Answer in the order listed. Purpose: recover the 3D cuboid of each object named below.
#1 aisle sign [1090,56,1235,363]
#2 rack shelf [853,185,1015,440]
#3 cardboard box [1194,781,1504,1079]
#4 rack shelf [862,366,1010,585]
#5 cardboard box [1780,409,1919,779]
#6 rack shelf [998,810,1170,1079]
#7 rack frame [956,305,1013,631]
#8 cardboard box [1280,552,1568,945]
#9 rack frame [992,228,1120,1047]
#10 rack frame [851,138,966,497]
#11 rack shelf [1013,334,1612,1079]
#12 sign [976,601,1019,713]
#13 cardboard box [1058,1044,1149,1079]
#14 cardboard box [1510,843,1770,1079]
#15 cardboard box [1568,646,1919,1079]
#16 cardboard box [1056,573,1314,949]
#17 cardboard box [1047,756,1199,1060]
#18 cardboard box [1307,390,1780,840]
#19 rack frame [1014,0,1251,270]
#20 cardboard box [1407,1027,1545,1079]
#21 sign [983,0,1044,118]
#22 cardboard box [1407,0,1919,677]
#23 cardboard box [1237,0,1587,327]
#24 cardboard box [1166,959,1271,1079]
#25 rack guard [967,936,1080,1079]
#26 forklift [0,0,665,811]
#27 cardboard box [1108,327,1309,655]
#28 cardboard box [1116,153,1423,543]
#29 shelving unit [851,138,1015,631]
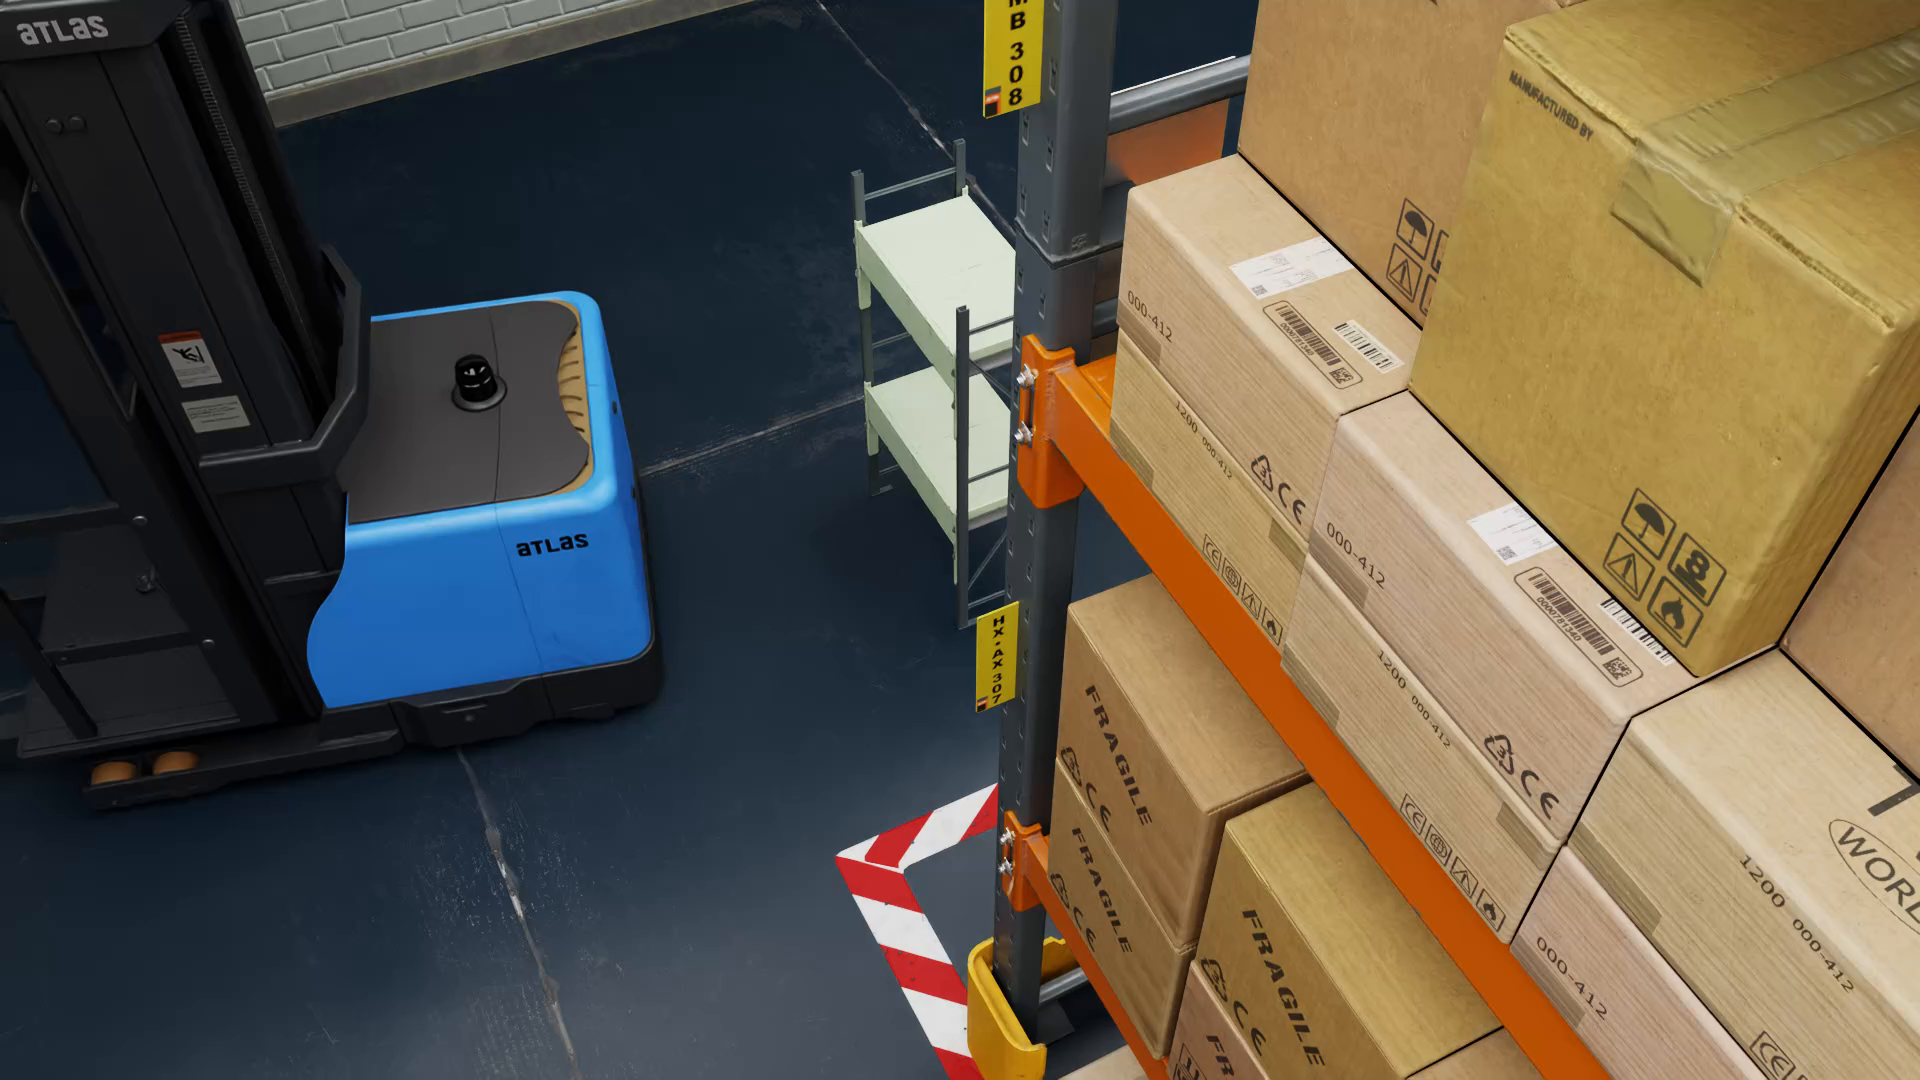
[{"bbox_3d":[0.270,-0.456,2.929,0.394,0.787,0.004,-21,52,-18],"label":"aisle sign"},{"bbox_3d":[0.003,-0.746,5.388,0.431,0.370,0.720,-21,52,-18],"label":"rack shelf"},{"bbox_3d":[0.776,0.718,2.899,0.500,0.500,0.500,-21,52,-17],"label":"cardboard box"},{"bbox_3d":[0.003,-0.275,5.927,0.431,0.370,0.720,-21,52,-18],"label":"rack shelf"},{"bbox_3d":[1.289,-0.005,1.538,0.700,0.500,0.500,-21,52,-18],"label":"cardboard box"},{"bbox_3d":[1.477,1.920,3.056,1.077,0.370,4.000,-21,52,-18],"label":"rack shelf"},{"bbox_3d":[0.171,-0.244,5.467,0.400,1.500,0.023,-21,52,-18],"label":"rack frame"},{"bbox_3d":[0.788,0.177,2.209,0.500,0.250,0.500,-21,52,-18],"label":"cardboard box"},{"bbox_3d":[0.562,0.345,3.956,1.000,3.000,0.127,-21,52,-18],"label":"rack frame"},{"bbox_3d":[-0.164,-0.734,5.896,0.400,1.500,0.023,-21,52,-18],"label":"rack frame"},{"bbox_3d":[1.477,0.933,1.927,1.077,0.370,4.000,-21,52,-18],"label":"rack shelf"},{"bbox_3d":[0.080,0.247,3.466,0.100,0.325,0.005,-21,52,-18],"label":"sign"},{"bbox_3d":[0.448,1.537,4.514,0.380,0.149,0.250,-21,52,-18],"label":"cardboard box"},{"bbox_3d":[1.019,0.511,1.917,0.500,0.250,0.500,-21,52,-18],"label":"cardboard box"},{"bbox_3d":[1.023,0.345,1.730,0.500,0.250,0.500,-21,52,-18],"label":"cardboard box"},{"bbox_3d":[0.531,0.371,3.202,0.500,0.500,0.500,-20,52,-16],"label":"cardboard box"},{"bbox_3d":[0.531,0.700,3.579,0.500,0.500,0.500,-20,52,-17],"label":"cardboard box"},{"bbox_3d":[0.788,0.013,2.021,0.500,0.250,0.500,-21,52,-18],"label":"cardboard box"},{"bbox_3d":[0.562,-1.630,1.697,1.000,3.000,0.127,-21,52,-18],"label":"rack frame"},{"bbox_3d":[1.001,1.054,2.604,0.500,0.500,0.500,-21,52,-17],"label":"cardboard box"},{"bbox_3d":[0.080,-0.743,2.334,0.100,0.325,0.005,-21,52,-18],"label":"sign"},{"bbox_3d":[0.965,-0.303,1.799,0.700,0.500,0.500,-21,52,-18],"label":"cardboard box"},{"bbox_3d":[0.812,-0.667,2.117,0.700,0.500,0.500,-21,52,-18],"label":"cardboard box"},{"bbox_3d":[0.771,1.043,3.278,0.500,0.500,0.500,-22,52,-18],"label":"cardboard box"},{"bbox_3d":[0.597,1.219,4.852,1.175,0.500,0.348,-21,52,-18],"label":"rack guard"},{"bbox_3d":[-2.589,-0.522,4.759,3.031,2.935,1.130,-9,49,-8],"label":"forklift"},{"bbox_3d":[0.571,-0.162,2.506,0.500,0.250,0.500,-21,52,-18],"label":"cardboard box"},{"bbox_3d":[0.566,-0.324,2.316,0.500,0.250,0.500,-21,52,-18],"label":"cardboard box"},{"bbox_3d":[0.003,-0.489,5.682,0.431,1.500,0.755,-21,52,-18],"label":"shelving unit"}]
